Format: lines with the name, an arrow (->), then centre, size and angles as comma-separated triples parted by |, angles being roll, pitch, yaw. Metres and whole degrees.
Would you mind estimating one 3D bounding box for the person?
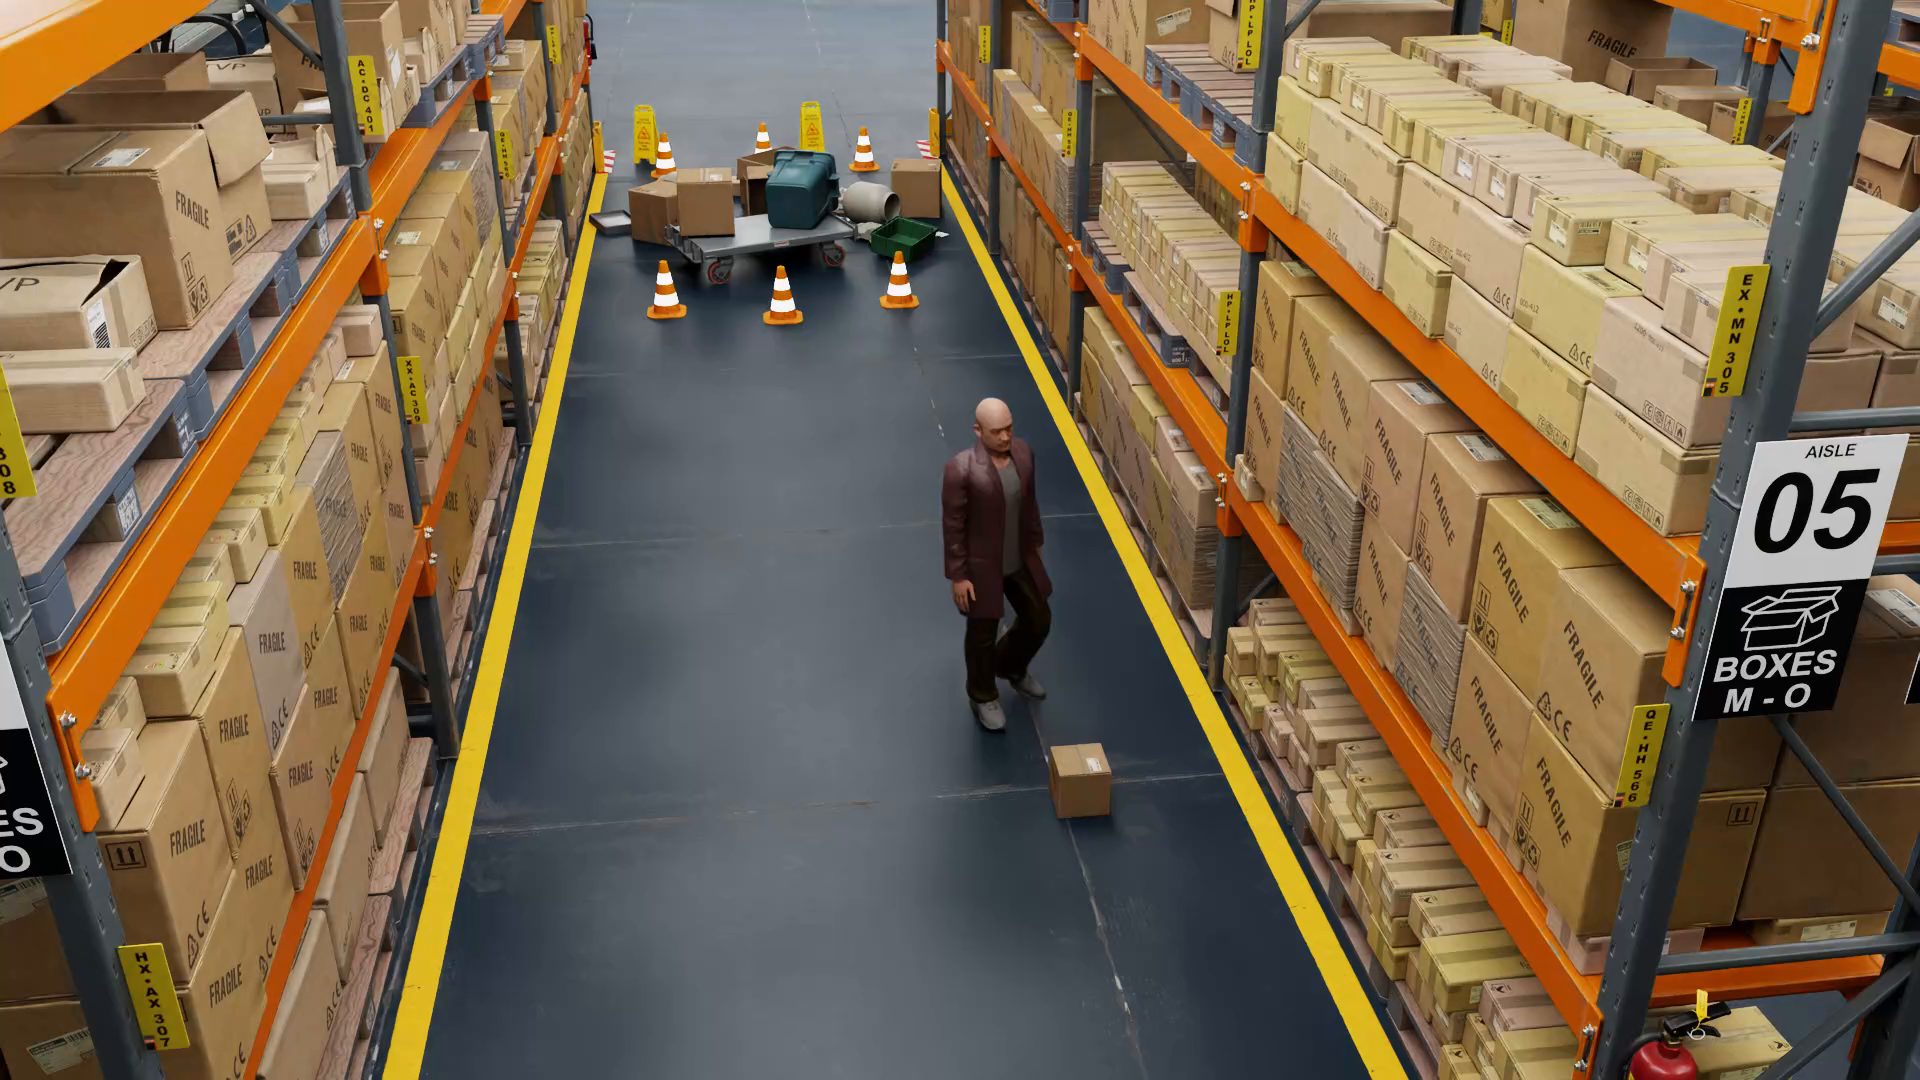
person -> 0.201, 0.130, 8.367 | 0.641, 1.808, 0.439 | -17, 32, -31
